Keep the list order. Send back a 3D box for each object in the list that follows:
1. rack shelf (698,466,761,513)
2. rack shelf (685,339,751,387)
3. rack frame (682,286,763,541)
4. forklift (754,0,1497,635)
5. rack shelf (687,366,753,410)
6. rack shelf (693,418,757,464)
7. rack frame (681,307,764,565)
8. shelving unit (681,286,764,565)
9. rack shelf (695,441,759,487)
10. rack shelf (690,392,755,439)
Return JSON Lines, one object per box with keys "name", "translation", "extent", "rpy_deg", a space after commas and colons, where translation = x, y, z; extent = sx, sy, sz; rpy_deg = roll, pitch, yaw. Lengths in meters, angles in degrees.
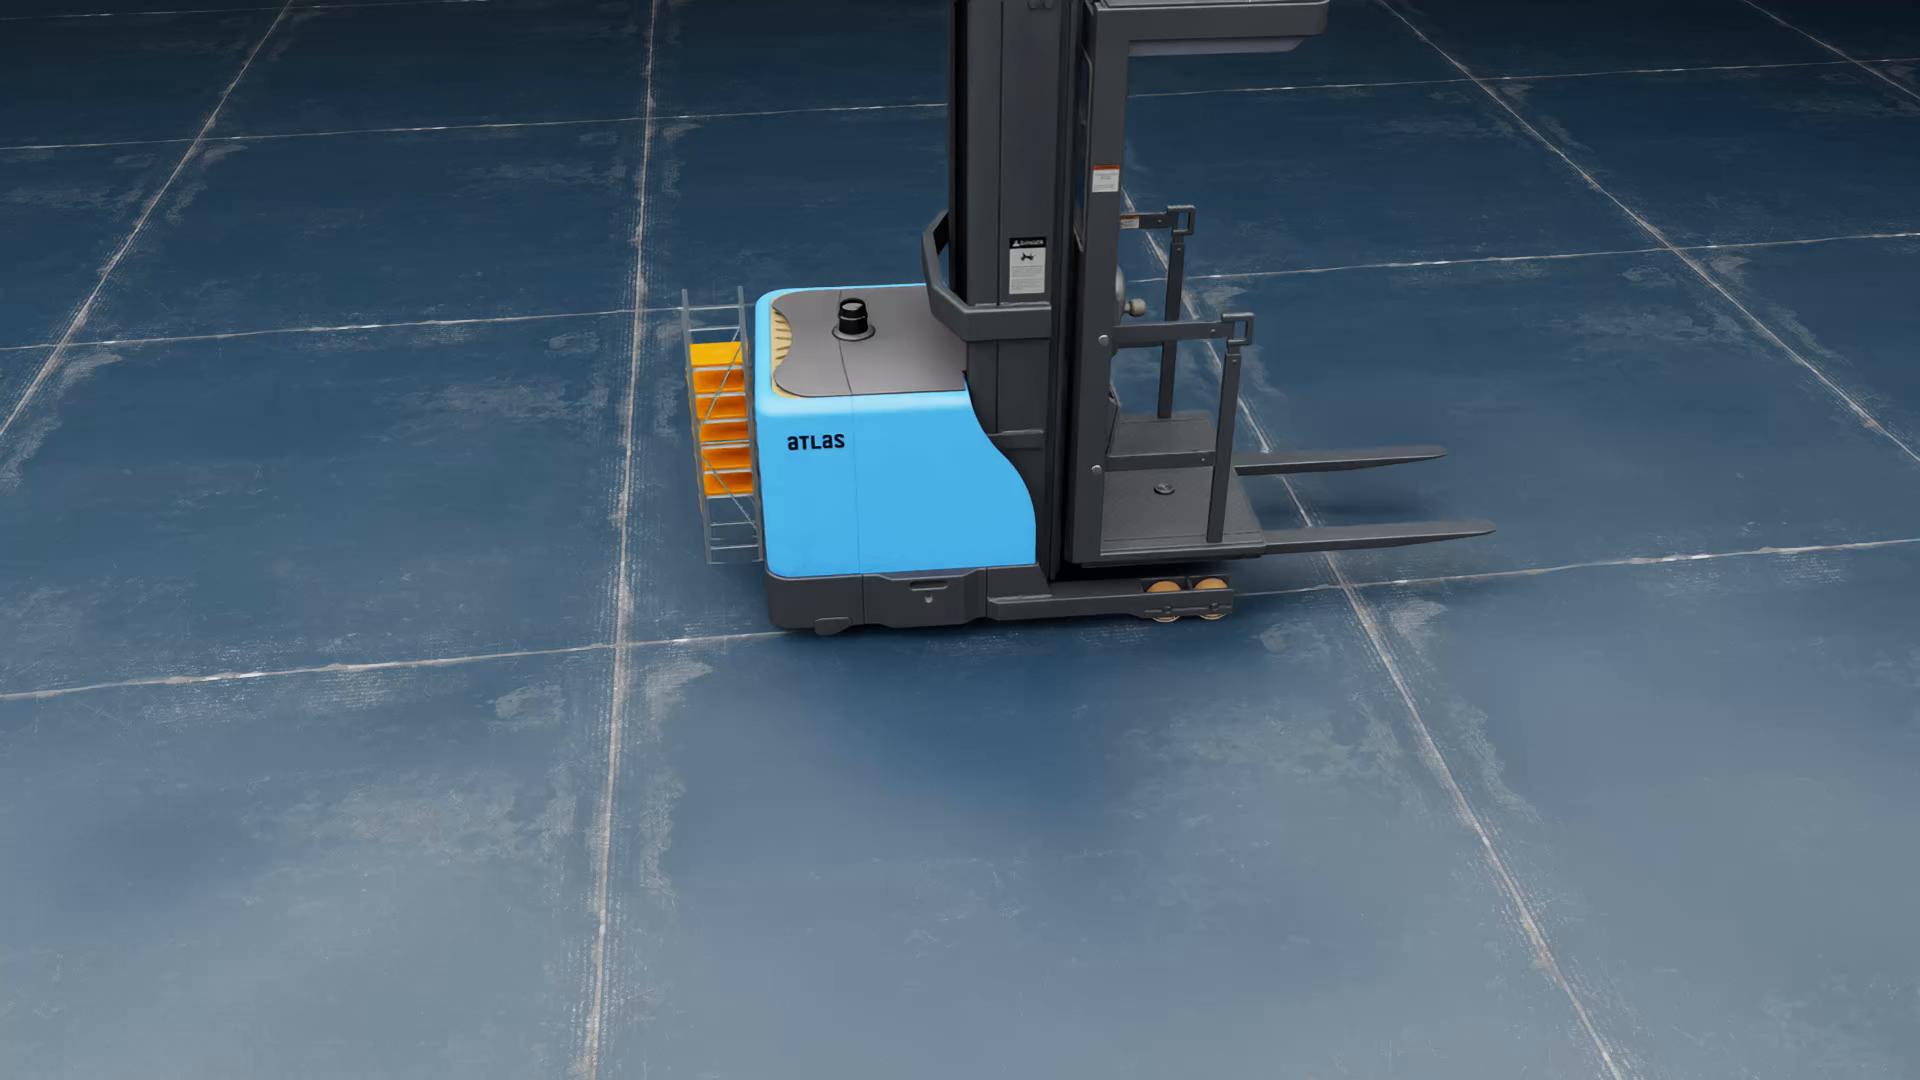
{"name": "rack shelf", "translation": [-0.970, -0.215, 7.005], "extent": [0.258, 0.103, 0.180], "rpy_deg": [-4, 34, -6]}
{"name": "rack shelf", "translation": [-0.970, -0.711, 6.667], "extent": [0.258, 0.103, 0.180], "rpy_deg": [-4, 34, -6]}
{"name": "rack frame", "translation": [-0.981, -0.501, 6.920], "extent": [0.240, 1.200, 0.006], "rpy_deg": [-4, 34, -6]}
{"name": "forklift", "translation": [0.696, -1.171, 6.366], "extent": [3.031, 2.935, 1.130], "rpy_deg": [-3, 34, -5]}
{"name": "rack shelf", "translation": [-0.970, -0.611, 6.735], "extent": [0.258, 0.103, 0.180], "rpy_deg": [-4, 34, -6]}
{"name": "rack shelf", "translation": [-0.970, -0.413, 6.870], "extent": [0.258, 0.103, 0.180], "rpy_deg": [-4, 34, -6]}
{"name": "rack frame", "translation": [-0.959, -0.399, 6.770], "extent": [0.240, 1.200, 0.006], "rpy_deg": [-4, 34, -6]}
{"name": "shelving unit", "translation": [-0.970, -0.450, 6.845], "extent": [0.258, 1.200, 0.189], "rpy_deg": [-4, 34, -6]}
{"name": "rack shelf", "translation": [-0.970, -0.314, 6.937], "extent": [0.258, 0.103, 0.180], "rpy_deg": [-4, 34, -6]}
{"name": "rack shelf", "translation": [-0.970, -0.512, 6.802], "extent": [0.258, 0.103, 0.180], "rpy_deg": [-4, 34, -6]}
